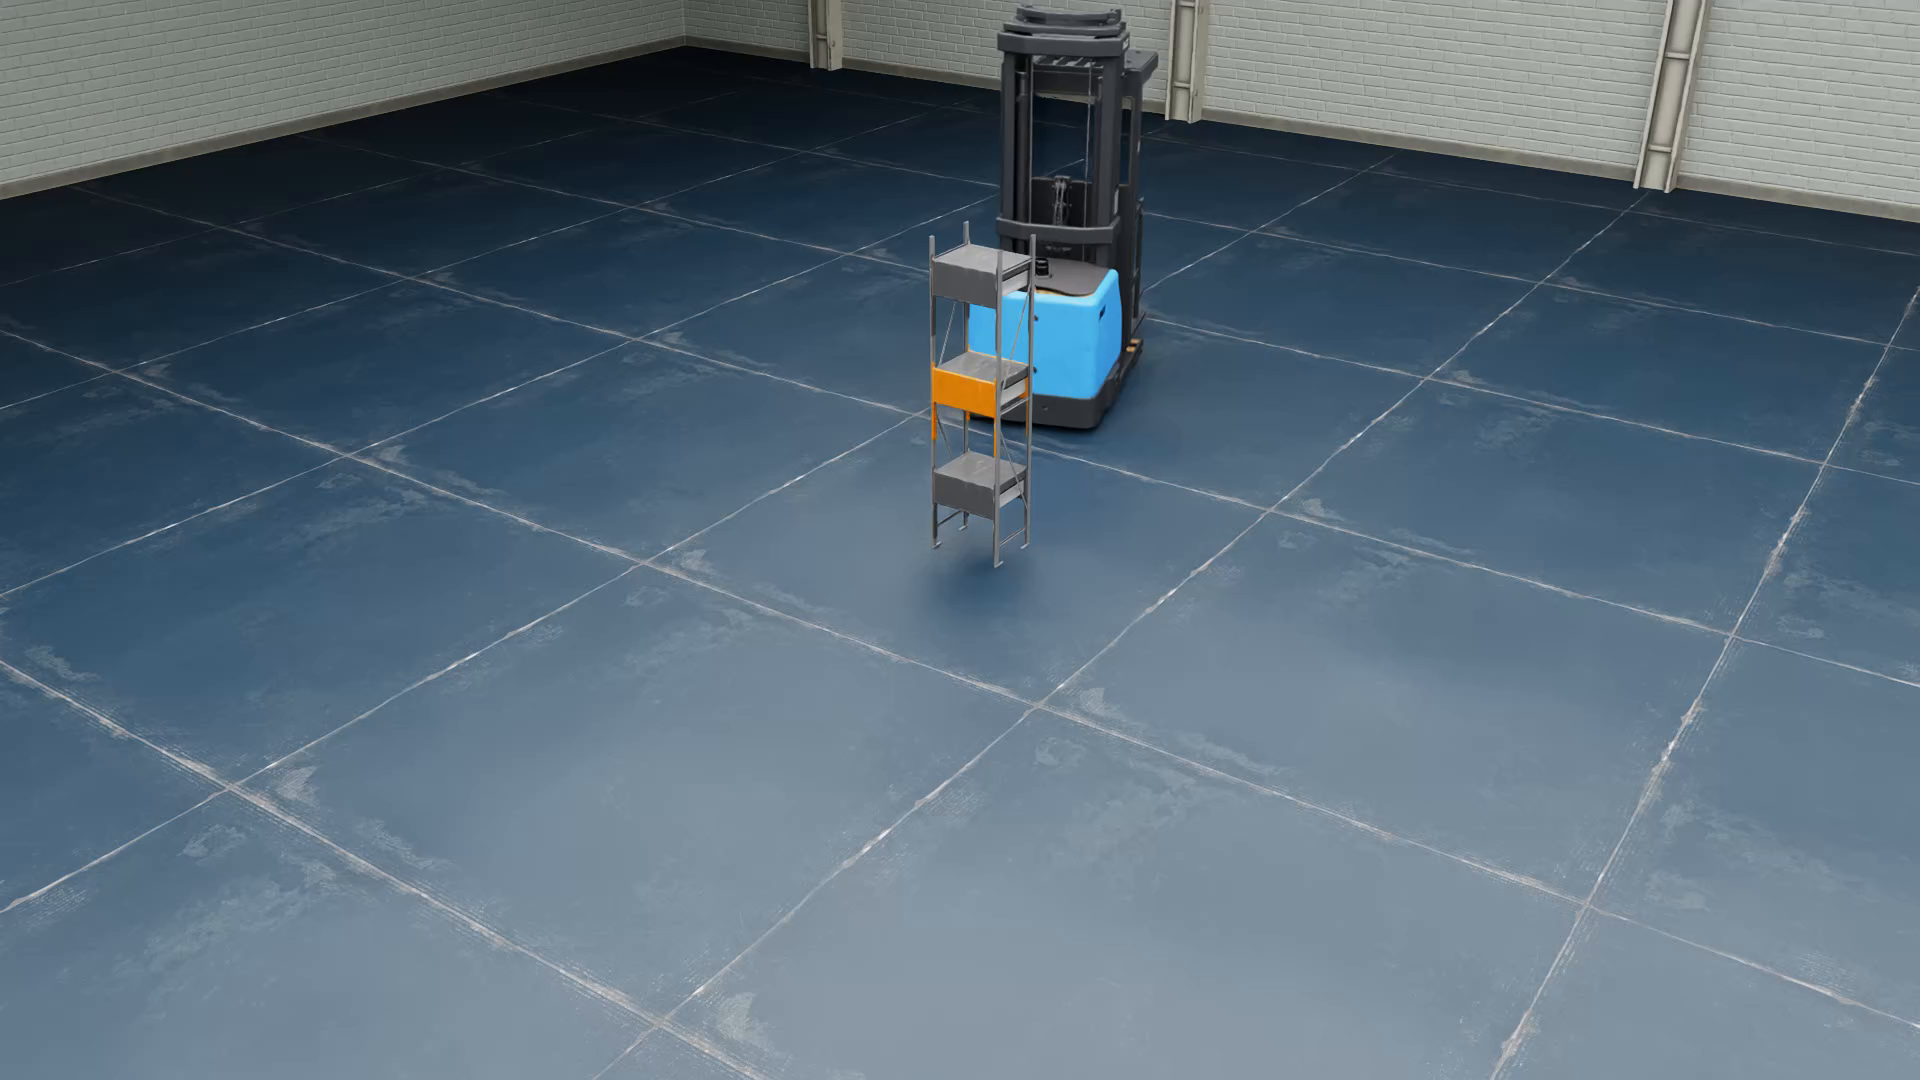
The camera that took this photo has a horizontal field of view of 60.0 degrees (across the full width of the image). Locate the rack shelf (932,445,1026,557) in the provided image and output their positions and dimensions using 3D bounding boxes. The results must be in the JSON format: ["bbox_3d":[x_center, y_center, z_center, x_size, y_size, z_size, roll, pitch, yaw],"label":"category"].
[{"bbox_3d":[0.136,-0.257,10.788,0.480,0.518,0.431,17,32,30],"label":"rack shelf"}]

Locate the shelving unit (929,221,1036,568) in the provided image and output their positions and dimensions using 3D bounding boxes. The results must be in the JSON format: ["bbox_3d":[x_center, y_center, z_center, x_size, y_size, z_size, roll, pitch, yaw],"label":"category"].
[{"bbox_3d":[0.136,-0.893,10.464,0.503,2.100,0.431,17,32,30],"label":"shelving unit"}]

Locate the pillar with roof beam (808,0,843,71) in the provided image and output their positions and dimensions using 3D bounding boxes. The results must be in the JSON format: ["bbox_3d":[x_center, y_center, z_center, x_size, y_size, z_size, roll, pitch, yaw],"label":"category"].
[{"bbox_3d":[-4.437,-9.491,19.752,0.400,9.000,9.100,17,32,30],"label":"pillar with roof beam"}]

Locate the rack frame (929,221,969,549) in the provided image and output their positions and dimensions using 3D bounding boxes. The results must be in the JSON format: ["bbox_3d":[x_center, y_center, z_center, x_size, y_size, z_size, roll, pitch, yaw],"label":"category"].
[{"bbox_3d":[-0.065,-0.956,10.587,0.015,2.100,0.400,17,32,30],"label":"rack frame"}]

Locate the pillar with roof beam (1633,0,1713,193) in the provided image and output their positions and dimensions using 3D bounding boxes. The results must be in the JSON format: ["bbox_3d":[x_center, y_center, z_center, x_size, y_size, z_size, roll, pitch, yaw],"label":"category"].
[{"bbox_3d":[5.454,-6.409,13.697,0.400,9.000,9.100,17,32,30],"label":"pillar with roof beam"}]

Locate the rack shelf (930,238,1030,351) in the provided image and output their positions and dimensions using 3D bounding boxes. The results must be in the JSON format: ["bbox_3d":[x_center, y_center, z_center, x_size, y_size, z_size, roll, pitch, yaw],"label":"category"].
[{"bbox_3d":[0.136,-1.505,10.153,0.480,0.518,0.431,17,32,30],"label":"rack shelf"}]

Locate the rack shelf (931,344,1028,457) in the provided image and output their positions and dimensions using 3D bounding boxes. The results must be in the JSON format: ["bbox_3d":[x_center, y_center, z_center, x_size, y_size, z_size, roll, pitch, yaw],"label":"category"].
[{"bbox_3d":[0.136,-0.881,10.470,0.480,0.518,0.431,17,32,30],"label":"rack shelf"}]

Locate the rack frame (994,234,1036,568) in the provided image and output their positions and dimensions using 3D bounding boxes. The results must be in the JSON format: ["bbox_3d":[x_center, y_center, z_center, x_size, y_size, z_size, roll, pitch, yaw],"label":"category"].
[{"bbox_3d":[0.338,-0.831,10.341,0.015,2.100,0.400,17,32,30],"label":"rack frame"}]

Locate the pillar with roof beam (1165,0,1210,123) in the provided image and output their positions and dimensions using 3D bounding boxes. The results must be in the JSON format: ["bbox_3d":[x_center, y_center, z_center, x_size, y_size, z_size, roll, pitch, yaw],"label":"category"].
[{"bbox_3d":[0.508,-7.950,16.724,0.400,9.000,9.100,17,32,30],"label":"pillar with roof beam"}]

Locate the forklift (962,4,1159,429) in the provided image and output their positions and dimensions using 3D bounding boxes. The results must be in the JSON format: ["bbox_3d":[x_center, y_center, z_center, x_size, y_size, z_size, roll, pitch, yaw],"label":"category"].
[{"bbox_3d":[0.919,-2.794,13.282,1.130,2.935,3.031,7,28,14],"label":"forklift"}]
